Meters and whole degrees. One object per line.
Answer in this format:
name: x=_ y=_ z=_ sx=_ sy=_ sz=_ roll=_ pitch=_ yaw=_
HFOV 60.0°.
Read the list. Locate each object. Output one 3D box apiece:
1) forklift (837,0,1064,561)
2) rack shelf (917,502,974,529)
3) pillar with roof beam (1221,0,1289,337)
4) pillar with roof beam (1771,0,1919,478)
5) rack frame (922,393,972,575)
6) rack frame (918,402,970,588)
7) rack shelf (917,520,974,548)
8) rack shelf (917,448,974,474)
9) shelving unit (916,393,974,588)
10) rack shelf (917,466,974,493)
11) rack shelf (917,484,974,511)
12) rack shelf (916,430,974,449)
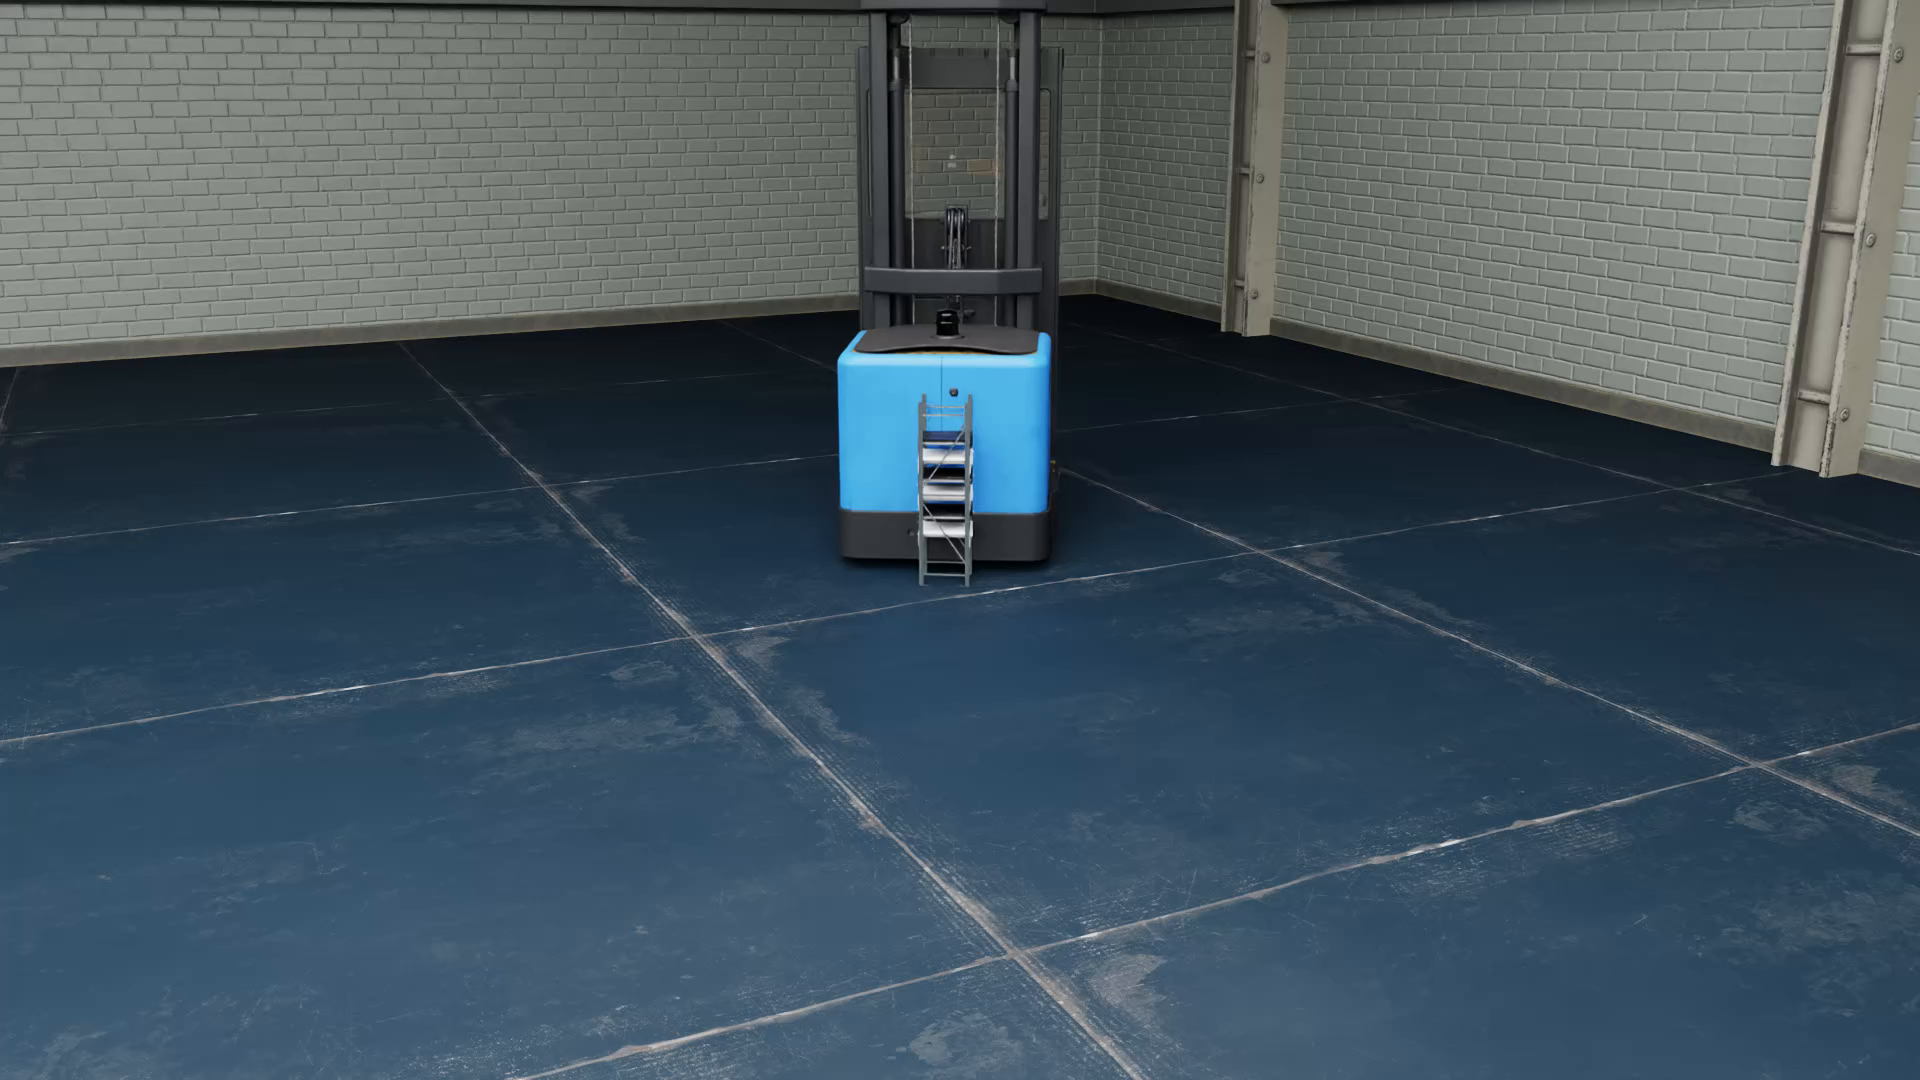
forklift: x=0.011 y=-1.659 z=9.218 sx=1.130 sy=2.935 sz=3.031 roll=1 pitch=16 yaw=4
rack shelf: x=-0.069 y=-0.117 z=7.973 sx=0.258 sy=0.077 sz=0.200 roll=1 pitch=16 yaw=4
pillar with roof beam: x=-1.205 y=-5.737 z=12.427 sx=9.100 sy=9.000 sz=0.400 roll=-8 pitch=18 yaw=-25
pillar with roof beam: x=1.423 y=-4.249 z=7.243 sx=9.100 sy=9.000 sz=0.400 roll=-8 pitch=18 yaw=-25
rack frame: x=-0.062 y=-0.263 z=8.037 sx=0.240 sy=0.900 sz=0.006 roll=1 pitch=16 yaw=4
rack frame: x=-0.075 y=-0.207 z=7.842 sx=0.240 sy=0.900 sz=0.006 roll=1 pitch=16 yaw=4
rack shelf: x=-0.069 y=-0.030 z=7.998 sx=0.258 sy=0.077 sz=0.200 roll=1 pitch=16 yaw=4
rack shelf: x=-0.069 y=-0.376 z=7.899 sx=0.258 sy=0.077 sz=0.200 roll=1 pitch=16 yaw=4
shelving unit: x=-0.069 y=-0.235 z=7.939 sx=0.258 sy=0.900 sz=0.210 roll=1 pitch=16 yaw=4
rack shelf: x=-0.069 y=-0.290 z=7.924 sx=0.258 sy=0.077 sz=0.200 roll=1 pitch=16 yaw=4
rack shelf: x=-0.069 y=-0.203 z=7.948 sx=0.258 sy=0.077 sz=0.200 roll=1 pitch=16 yaw=4
rack shelf: x=-0.069 y=-0.463 z=7.874 sx=0.258 sy=0.077 sz=0.200 roll=1 pitch=16 yaw=4
